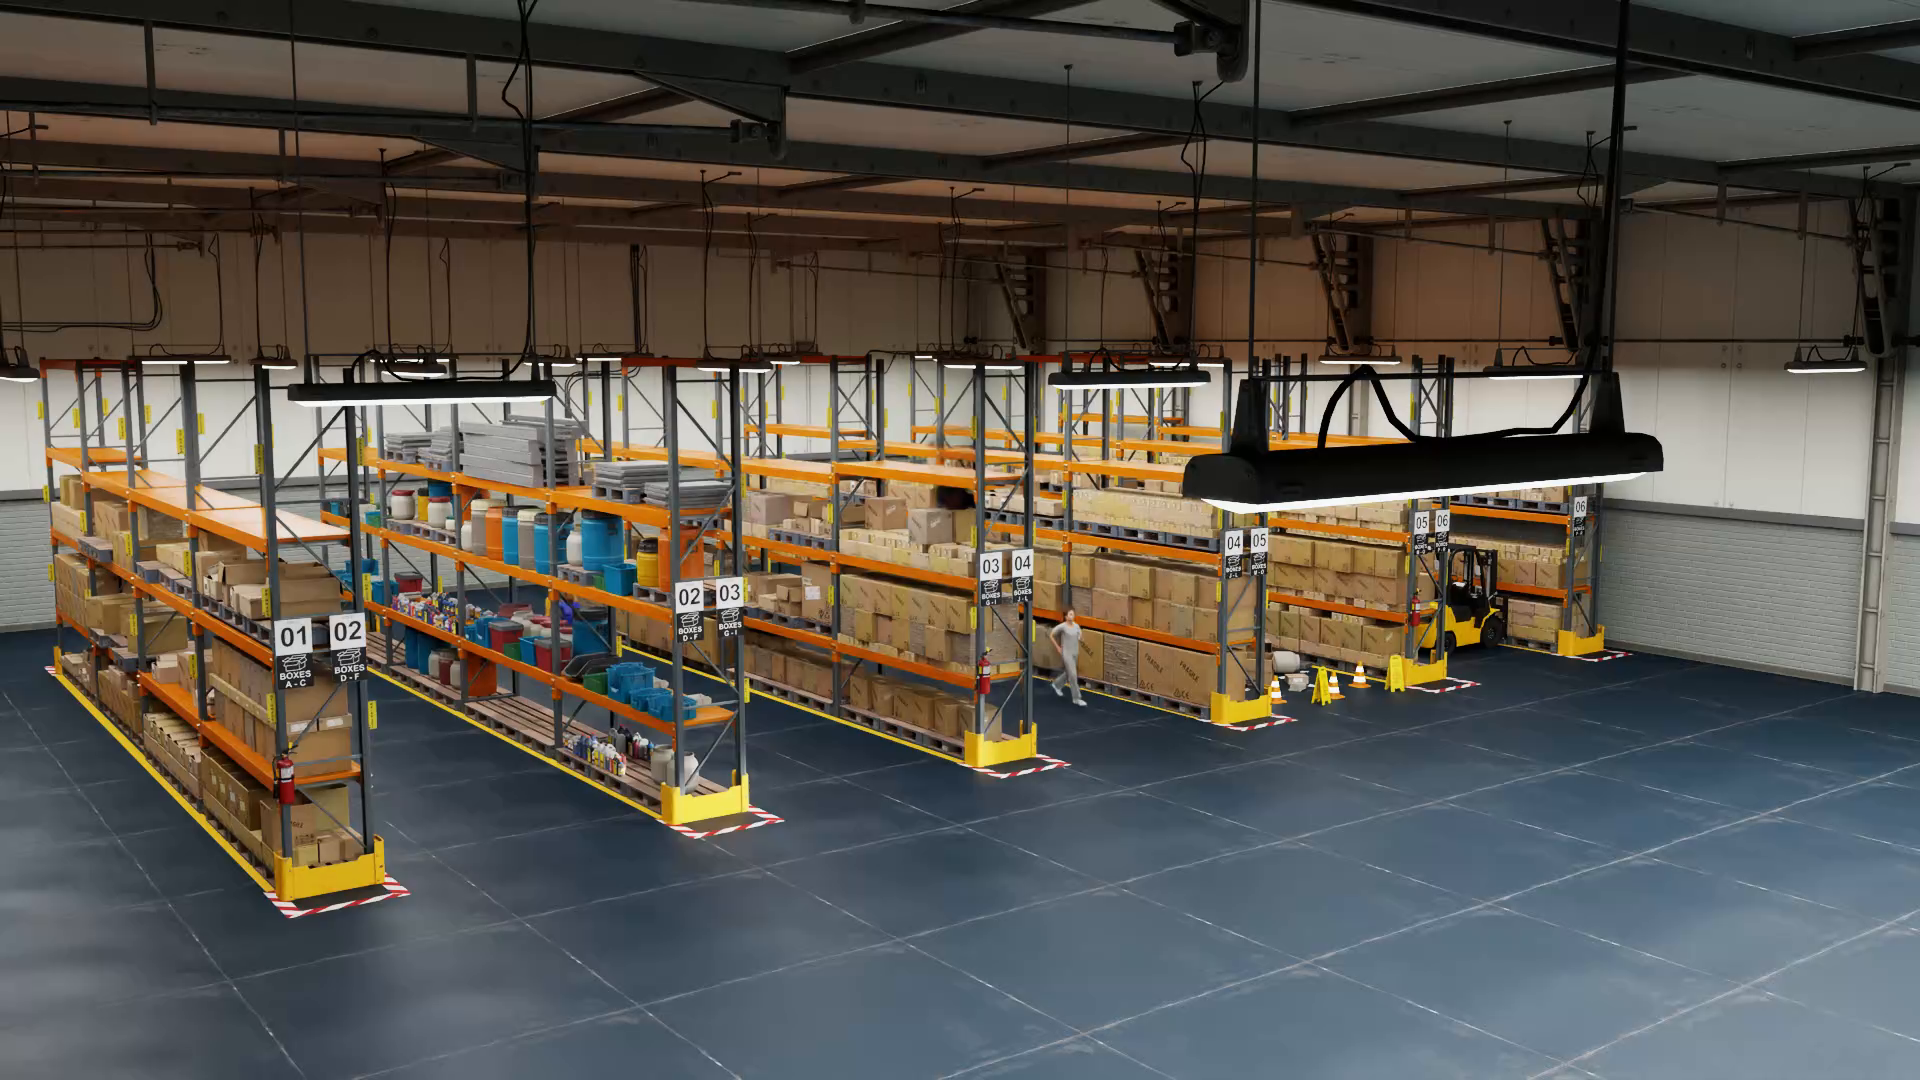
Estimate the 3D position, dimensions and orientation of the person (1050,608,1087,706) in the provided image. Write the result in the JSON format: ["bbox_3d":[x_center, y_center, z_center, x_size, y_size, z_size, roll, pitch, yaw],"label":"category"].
[{"bbox_3d":[1.901,2.000,29.008,0.564,1.655,0.969,-6,9,-40],"label":"person"}]

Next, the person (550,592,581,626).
[{"bbox_3d":[-7.344,1.761,31.271,0.824,1.712,0.565,7,10,44],"label":"person"}]
